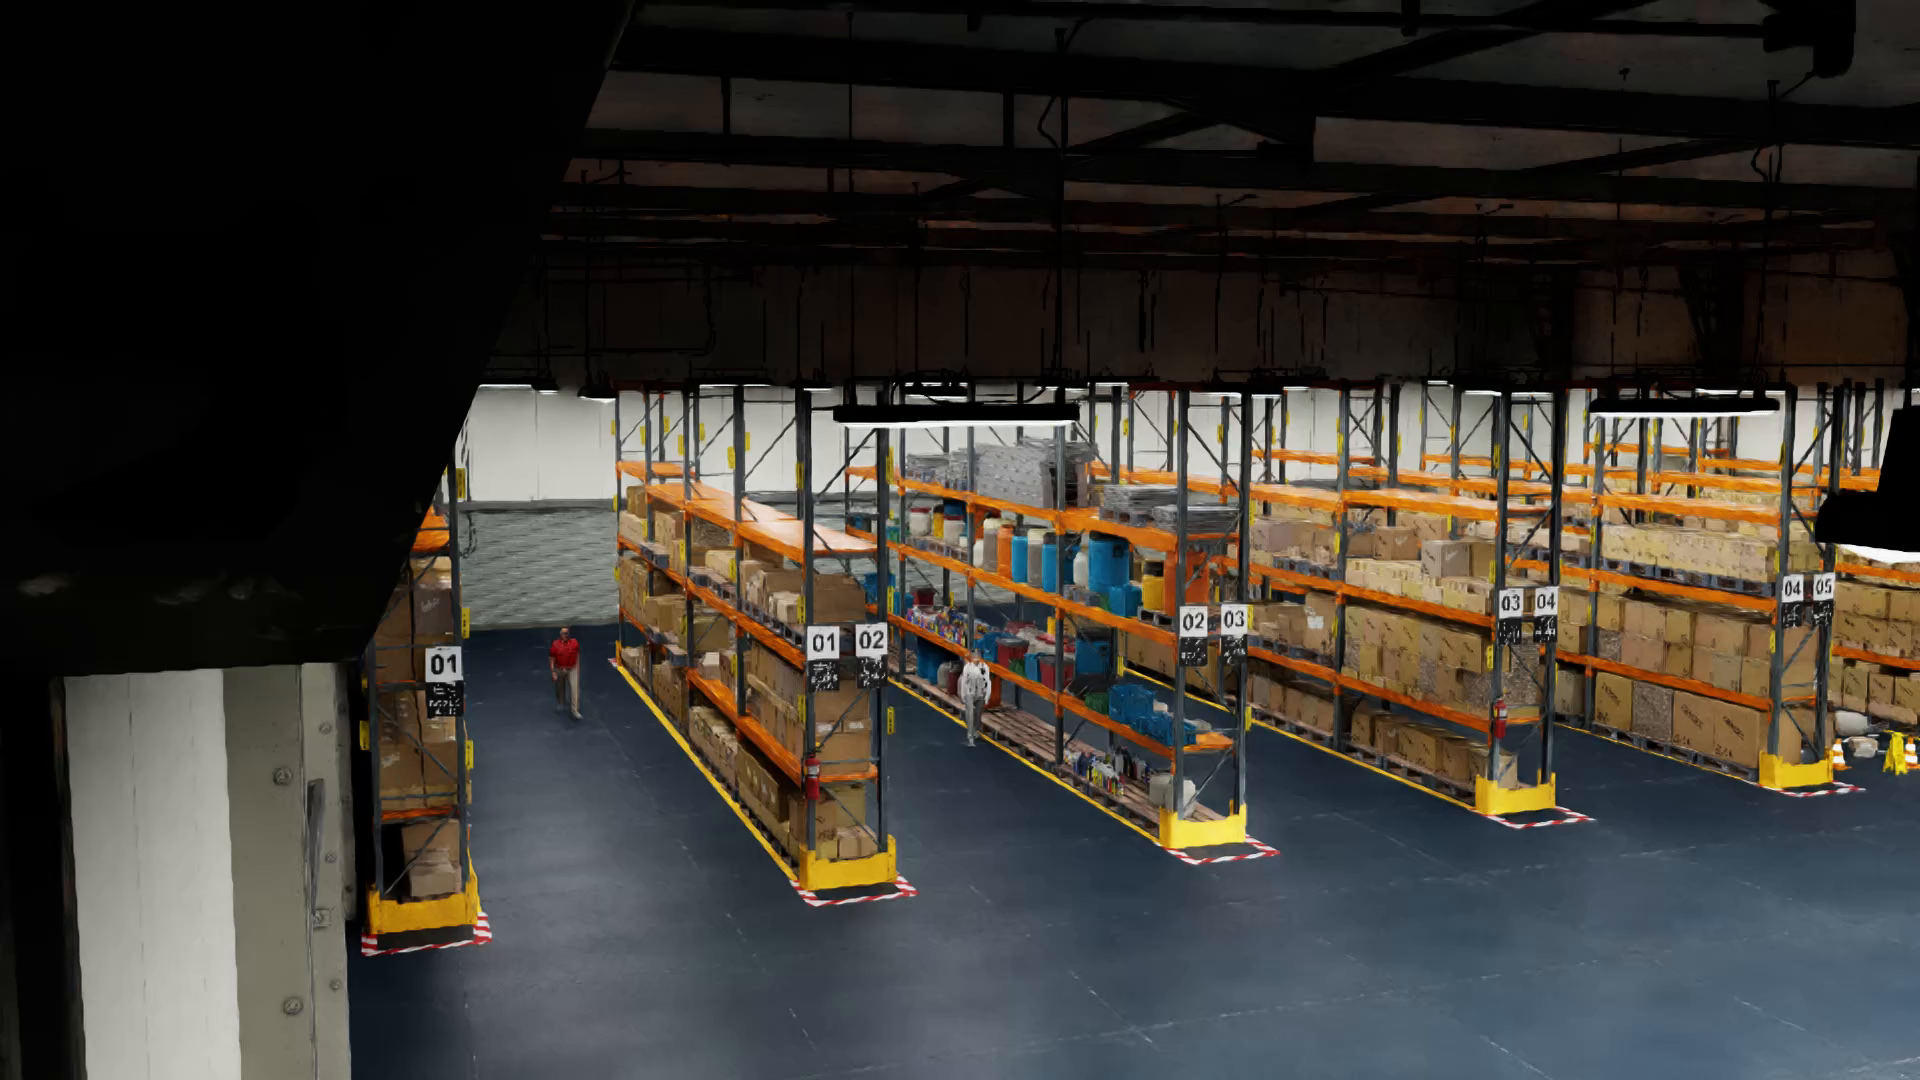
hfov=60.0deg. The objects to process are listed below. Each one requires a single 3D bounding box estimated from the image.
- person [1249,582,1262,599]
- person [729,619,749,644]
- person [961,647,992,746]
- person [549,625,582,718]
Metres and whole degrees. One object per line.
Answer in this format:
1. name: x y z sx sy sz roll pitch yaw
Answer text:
1. person: 7.672 0.909 43.493 0.625 1.672 0.599 2 6 17
2. person: -4.394 1.935 33.125 0.416 1.768 0.684 -3 7 -29
3. person: 0.276 2.574 27.767 0.483 1.619 0.999 -1 6 -10
4. person: -7.095 2.341 29.870 0.542 1.645 1.126 -2 6 -17
